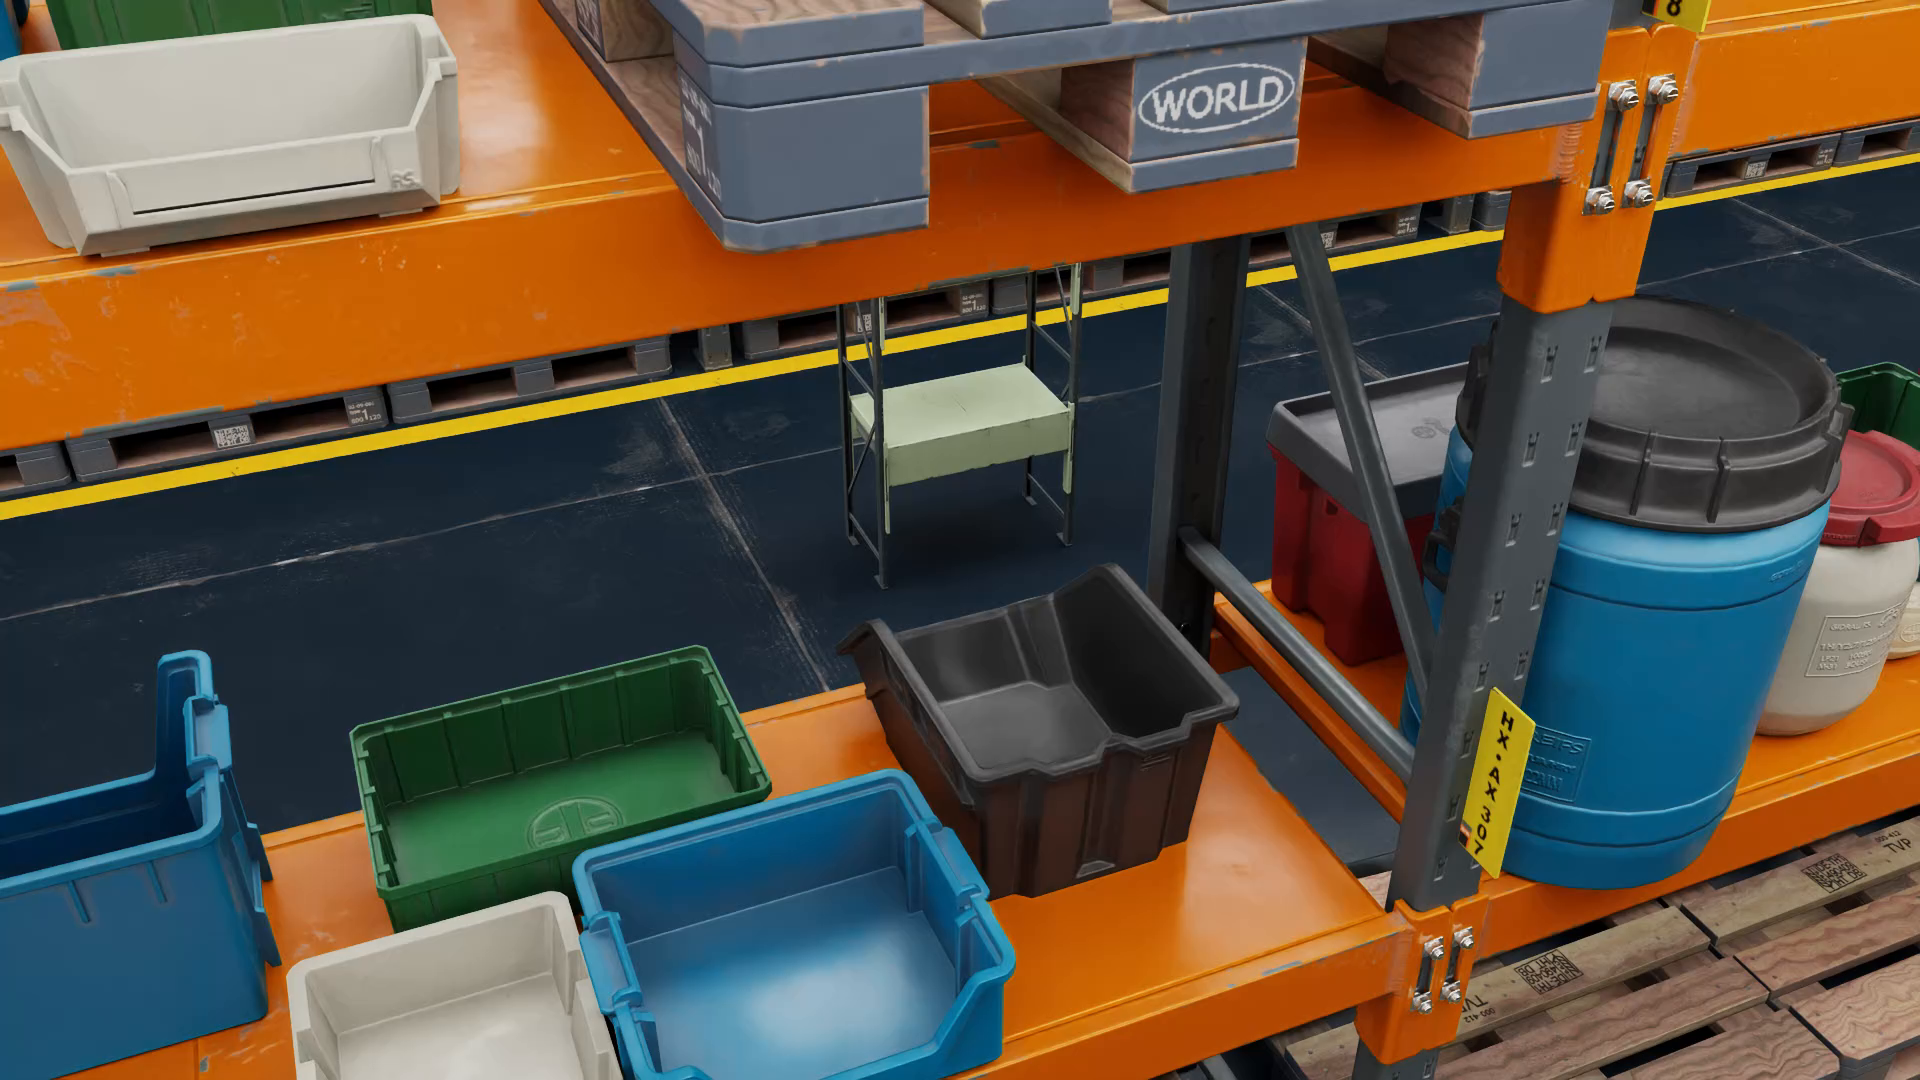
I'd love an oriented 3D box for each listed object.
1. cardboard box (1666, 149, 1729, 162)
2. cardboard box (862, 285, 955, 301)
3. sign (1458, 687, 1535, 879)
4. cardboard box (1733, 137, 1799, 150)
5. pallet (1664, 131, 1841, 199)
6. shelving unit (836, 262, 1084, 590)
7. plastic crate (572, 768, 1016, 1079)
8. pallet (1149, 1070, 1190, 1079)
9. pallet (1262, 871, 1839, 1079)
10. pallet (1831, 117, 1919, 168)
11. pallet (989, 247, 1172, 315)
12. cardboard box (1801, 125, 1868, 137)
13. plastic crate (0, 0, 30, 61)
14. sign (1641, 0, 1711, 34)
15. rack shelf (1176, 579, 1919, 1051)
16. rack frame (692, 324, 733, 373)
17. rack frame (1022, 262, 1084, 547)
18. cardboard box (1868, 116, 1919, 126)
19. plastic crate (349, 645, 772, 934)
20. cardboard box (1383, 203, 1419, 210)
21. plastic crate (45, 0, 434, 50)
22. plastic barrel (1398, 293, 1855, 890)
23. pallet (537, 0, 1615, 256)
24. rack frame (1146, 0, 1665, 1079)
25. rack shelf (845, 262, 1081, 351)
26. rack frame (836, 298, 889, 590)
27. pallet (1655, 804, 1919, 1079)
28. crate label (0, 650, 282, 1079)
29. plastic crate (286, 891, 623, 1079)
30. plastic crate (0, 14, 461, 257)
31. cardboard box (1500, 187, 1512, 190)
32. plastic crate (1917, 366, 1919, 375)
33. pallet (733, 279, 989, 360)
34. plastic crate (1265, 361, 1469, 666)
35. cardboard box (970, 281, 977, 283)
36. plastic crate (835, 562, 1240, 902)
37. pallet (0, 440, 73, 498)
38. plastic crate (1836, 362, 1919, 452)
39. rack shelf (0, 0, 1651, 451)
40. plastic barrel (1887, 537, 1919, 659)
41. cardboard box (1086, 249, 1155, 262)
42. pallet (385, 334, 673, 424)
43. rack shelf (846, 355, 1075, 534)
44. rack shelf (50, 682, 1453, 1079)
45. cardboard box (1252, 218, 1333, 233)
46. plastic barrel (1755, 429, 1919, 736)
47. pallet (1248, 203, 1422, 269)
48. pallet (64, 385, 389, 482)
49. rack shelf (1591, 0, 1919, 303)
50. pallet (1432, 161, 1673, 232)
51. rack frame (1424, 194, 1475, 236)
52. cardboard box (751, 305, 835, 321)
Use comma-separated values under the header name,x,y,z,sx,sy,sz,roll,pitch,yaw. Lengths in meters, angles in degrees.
name,x,y,z,sx,sy,sz,roll,pitch,yaw
cardboard box,3.898,-2.415,9.100,0.500,0.500,0.500,-13,35,-20
cardboard box,-0.326,-1.356,7.720,0.500,0.250,0.500,-12,35,-18
sign,0.851,0.390,2.647,0.005,0.325,0.100,-13,35,-19
cardboard box,4.377,-2.528,9.273,0.500,0.500,0.500,-14,36,-21
pallet,4.249,-2.335,9.645,1.213,0.211,1.003,-13,35,-19
shelving unit,-0.006,-0.627,5.839,0.755,1.500,0.431,-13,35,-19
plastic crate,-0.267,0.659,2.623,0.616,0.251,0.499,-13,35,-19
pallet,0.013,1.516,3.726,1.213,0.211,1.003,-13,35,-19
pallet,1.358,1.210,4.196,1.213,0.211,1.003,-13,35,-19
pallet,5.375,-2.594,10.044,1.213,0.211,1.003,-13,35,-19
pallet,0.525,-1.531,8.409,1.213,0.211,1.003,-13,35,-19
cardboard box,4.845,-2.636,9.440,0.500,0.500,0.500,-12,35,-18
plastic crate,-1.398,-0.733,1.891,0.575,0.384,0.392,-13,35,-19
sign,0.851,-0.755,1.902,0.005,0.325,0.100,-13,35,-19
rack shelf,2.493,0.106,3.996,4.000,0.370,1.077,-13,35,-19
rack frame,-1.265,-2.265,6.980,0.127,3.000,1.000,-13,35,-19
rack frame,0.331,-0.704,5.958,0.023,1.500,0.400,-13,35,-19
cardboard box,5.308,-2.742,9.602,0.500,0.500,0.500,-13,35,-19
plastic crate,-0.712,0.460,2.987,0.662,0.188,0.450,-13,35,-19
cardboard box,2.032,-1.899,8.554,0.500,0.250,0.500,-12,35,-18
plastic crate,-0.912,-0.745,2.089,0.450,0.188,0.336,-13,35,-19
plastic barrel,1.122,0.087,2.906,0.708,0.901,0.600,-13,35,-19
pallet,0.021,-0.750,2.075,1.003,0.211,1.213,-13,35,-19
rack frame,0.649,0.227,3.151,0.127,3.000,1.000,-13,35,-19
rack shelf,-0.006,-0.954,5.626,0.720,0.370,0.431,-13,35,-19
rack frame,-0.344,-0.550,5.720,0.023,1.500,0.400,-13,35,-19
pallet,2.484,0.951,4.595,1.213,0.211,1.003,-13,35,-19
crate label,-1.447,0.532,2.650,0.616,0.435,0.502,-13,35,-19
plastic crate,-0.750,0.808,2.500,0.437,0.136,0.530,-13,35,-19
plastic crate,-0.675,-0.378,1.572,0.396,0.136,0.243,-13,35,-19
cardboard box,2.953,-2.198,8.767,0.500,0.500,0.500,-11,35,-17
plastic crate,2.728,-0.457,4.144,0.583,0.464,0.402,-13,35,-19
pallet,-0.601,-1.271,8.010,1.213,0.211,1.003,-13,35,-19
plastic crate,0.977,-0.056,3.527,0.583,0.464,0.402,-13,35,-19
cardboard box,0.151,-1.467,7.890,0.500,0.250,0.500,-14,36,-20
plastic crate,0.117,0.299,3.096,0.504,0.338,0.767,-13,35,-19
pallet,-4.265,-0.434,6.723,1.213,0.211,1.003,-13,35,-19
plastic crate,2.145,-0.194,3.992,0.662,0.188,0.450,-13,35,-19
rack shelf,-1.195,-0.307,1.880,4.000,0.370,1.077,-13,35,-19
plastic barrel,1.928,0.082,3.500,0.301,0.262,0.301,0,33,0
cardboard box,0.620,-1.574,8.055,0.500,0.250,0.500,-12,35,-18
pallet,-2.015,-0.949,7.515,1.213,0.211,1.003,-13,35,-19
rack shelf,-0.006,-0.354,6.017,0.720,0.370,0.431,-13,35,-19
rack shelf,-1.195,0.951,2.698,4.000,0.370,1.077,-13,35,-19
cardboard box,1.558,-1.788,8.384,0.500,0.250,0.500,-13,35,-19
plastic barrel,1.616,0.078,3.255,0.433,0.535,0.433,0,33,0
pallet,1.649,-1.786,8.802,1.213,0.211,1.003,-13,35,-19
pallet,-3.142,-0.690,7.116,1.213,0.211,1.003,-13,35,-19
rack shelf,2.493,-1.151,3.178,4.000,0.370,1.077,-13,35,-19
pallet,3.126,-2.079,9.252,1.213,0.211,1.003,-13,35,-19
rack frame,2.423,-3.109,8.278,0.127,3.000,1.000,-13,35,-19
cardboard box,-0.798,-1.249,7.555,0.500,0.250,0.500,-14,35,-20
